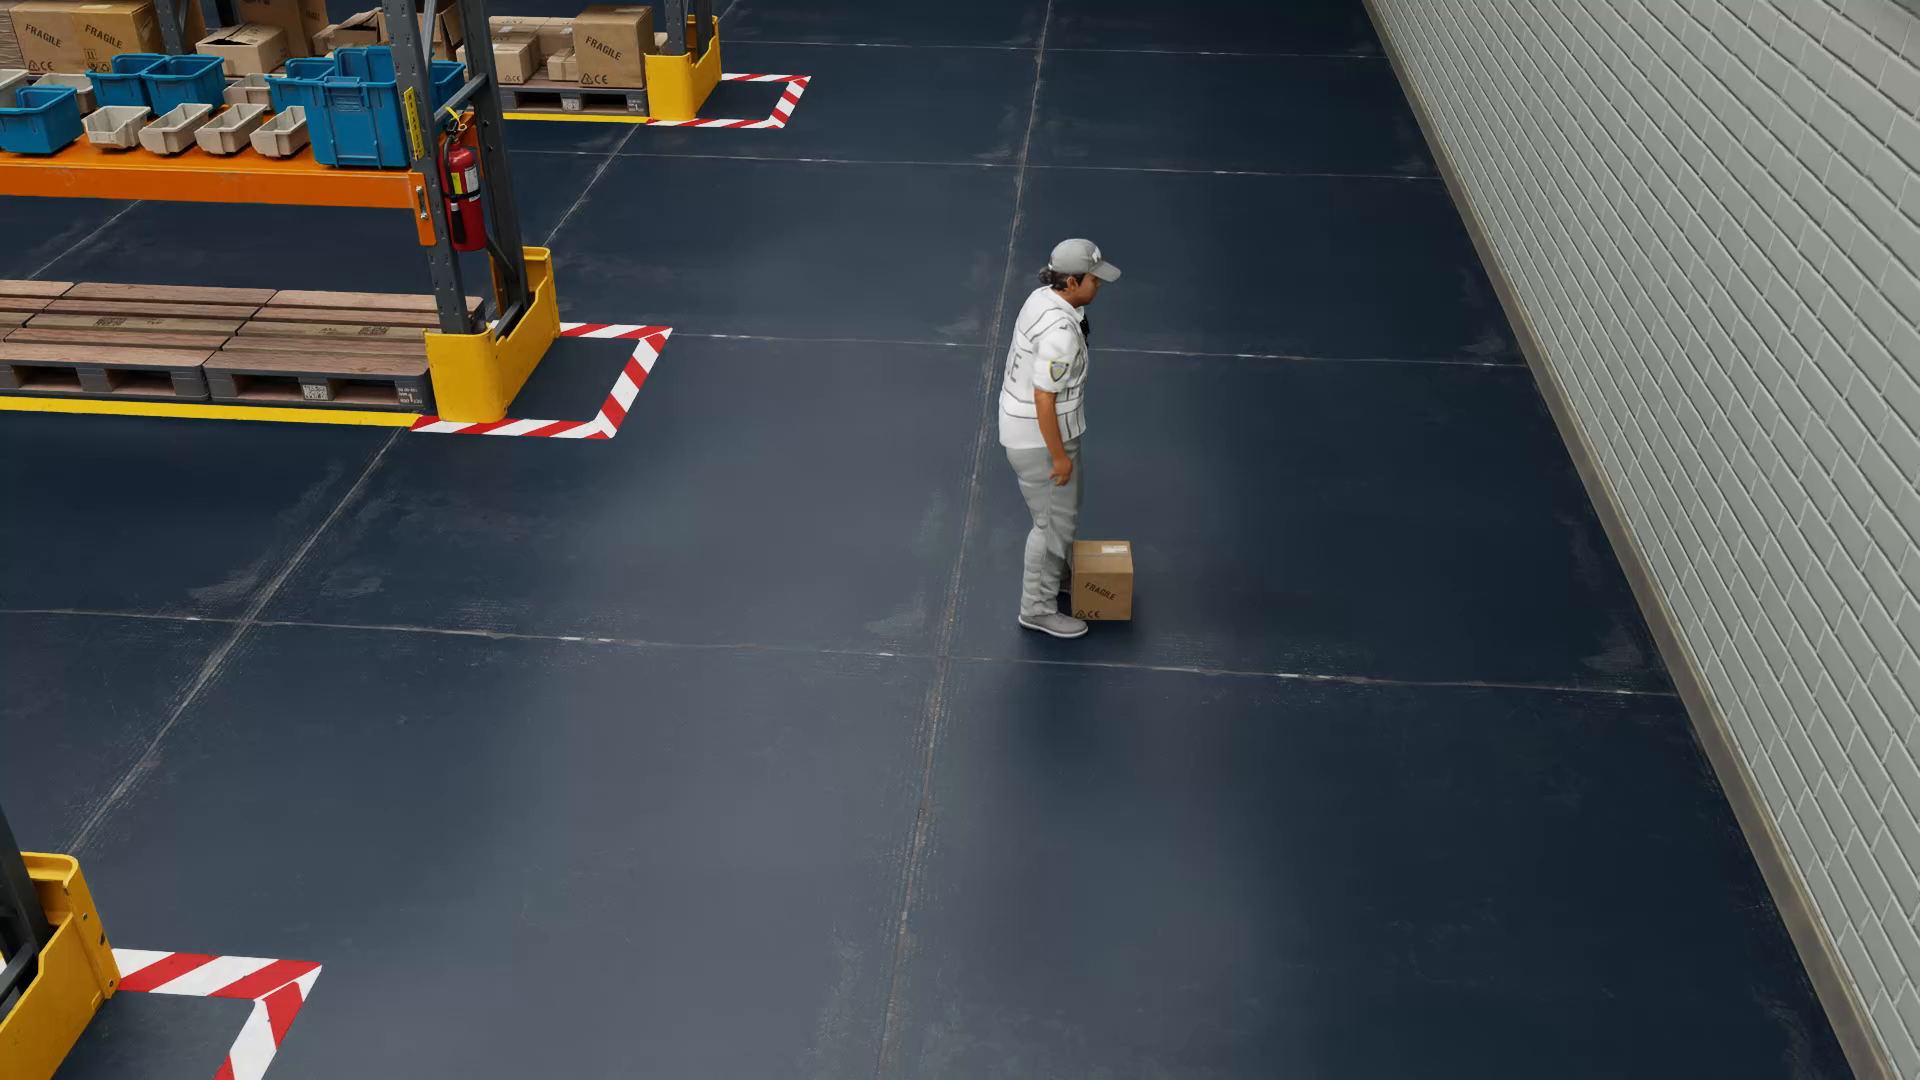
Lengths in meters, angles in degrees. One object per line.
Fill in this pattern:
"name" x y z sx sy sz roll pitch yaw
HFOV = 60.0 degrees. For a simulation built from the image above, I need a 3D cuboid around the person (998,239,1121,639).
"person" 0.392 -0.432 6.819 0.470 1.665 0.560 1 32 1
